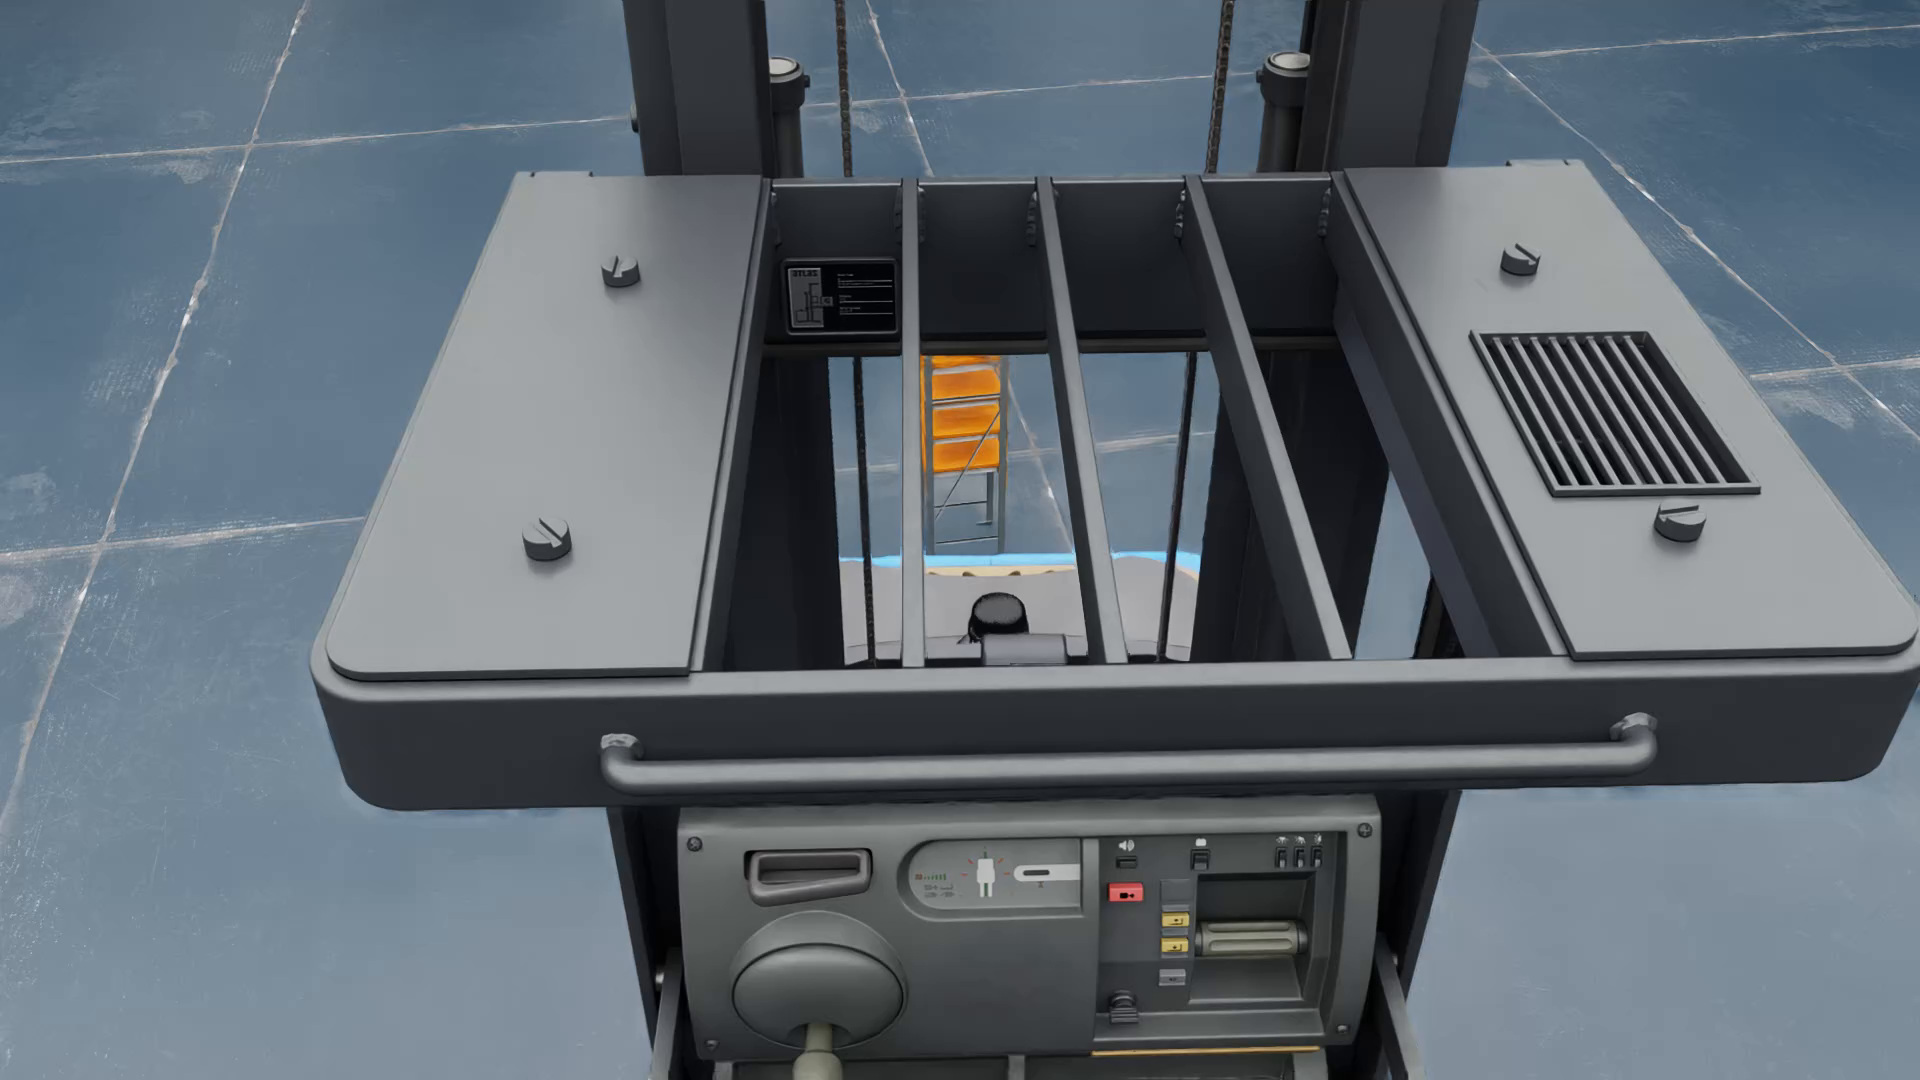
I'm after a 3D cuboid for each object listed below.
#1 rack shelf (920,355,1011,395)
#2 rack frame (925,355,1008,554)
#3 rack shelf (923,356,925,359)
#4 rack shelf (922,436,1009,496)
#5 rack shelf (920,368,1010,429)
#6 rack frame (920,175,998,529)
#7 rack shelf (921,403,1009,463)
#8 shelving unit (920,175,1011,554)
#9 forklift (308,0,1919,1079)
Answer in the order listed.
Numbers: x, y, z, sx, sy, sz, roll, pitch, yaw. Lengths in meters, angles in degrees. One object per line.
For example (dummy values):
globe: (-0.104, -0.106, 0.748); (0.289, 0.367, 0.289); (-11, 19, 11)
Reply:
rack shelf: (0.003, -0.525, 4.824); (0.258, 0.103, 0.180); (-6, 38, -8)
rack frame: (0.019, -0.410, 4.800); (0.240, 1.200, 0.006); (-6, 38, -8)
rack shelf: (0.003, -0.620, 4.751); (0.258, 0.103, 0.180); (-6, 38, -8)
rack shelf: (0.003, -0.240, 5.045); (0.258, 0.103, 0.180); (-6, 38, -8)
rack shelf: (0.003, -0.430, 4.898); (0.258, 0.103, 0.180); (-6, 38, -8)
rack frame: (-0.013, -0.520, 4.942); (0.240, 1.200, 0.006); (-6, 38, -8)
rack shelf: (0.003, -0.335, 4.972); (0.258, 0.103, 0.180); (-6, 38, -8)
shelving unit: (0.003, -0.465, 4.871); (0.258, 1.200, 0.189); (-6, 38, -8)
forklift: (0.102, 0.619, 2.064); (1.130, 2.935, 3.031); (-1, 38, -1)
